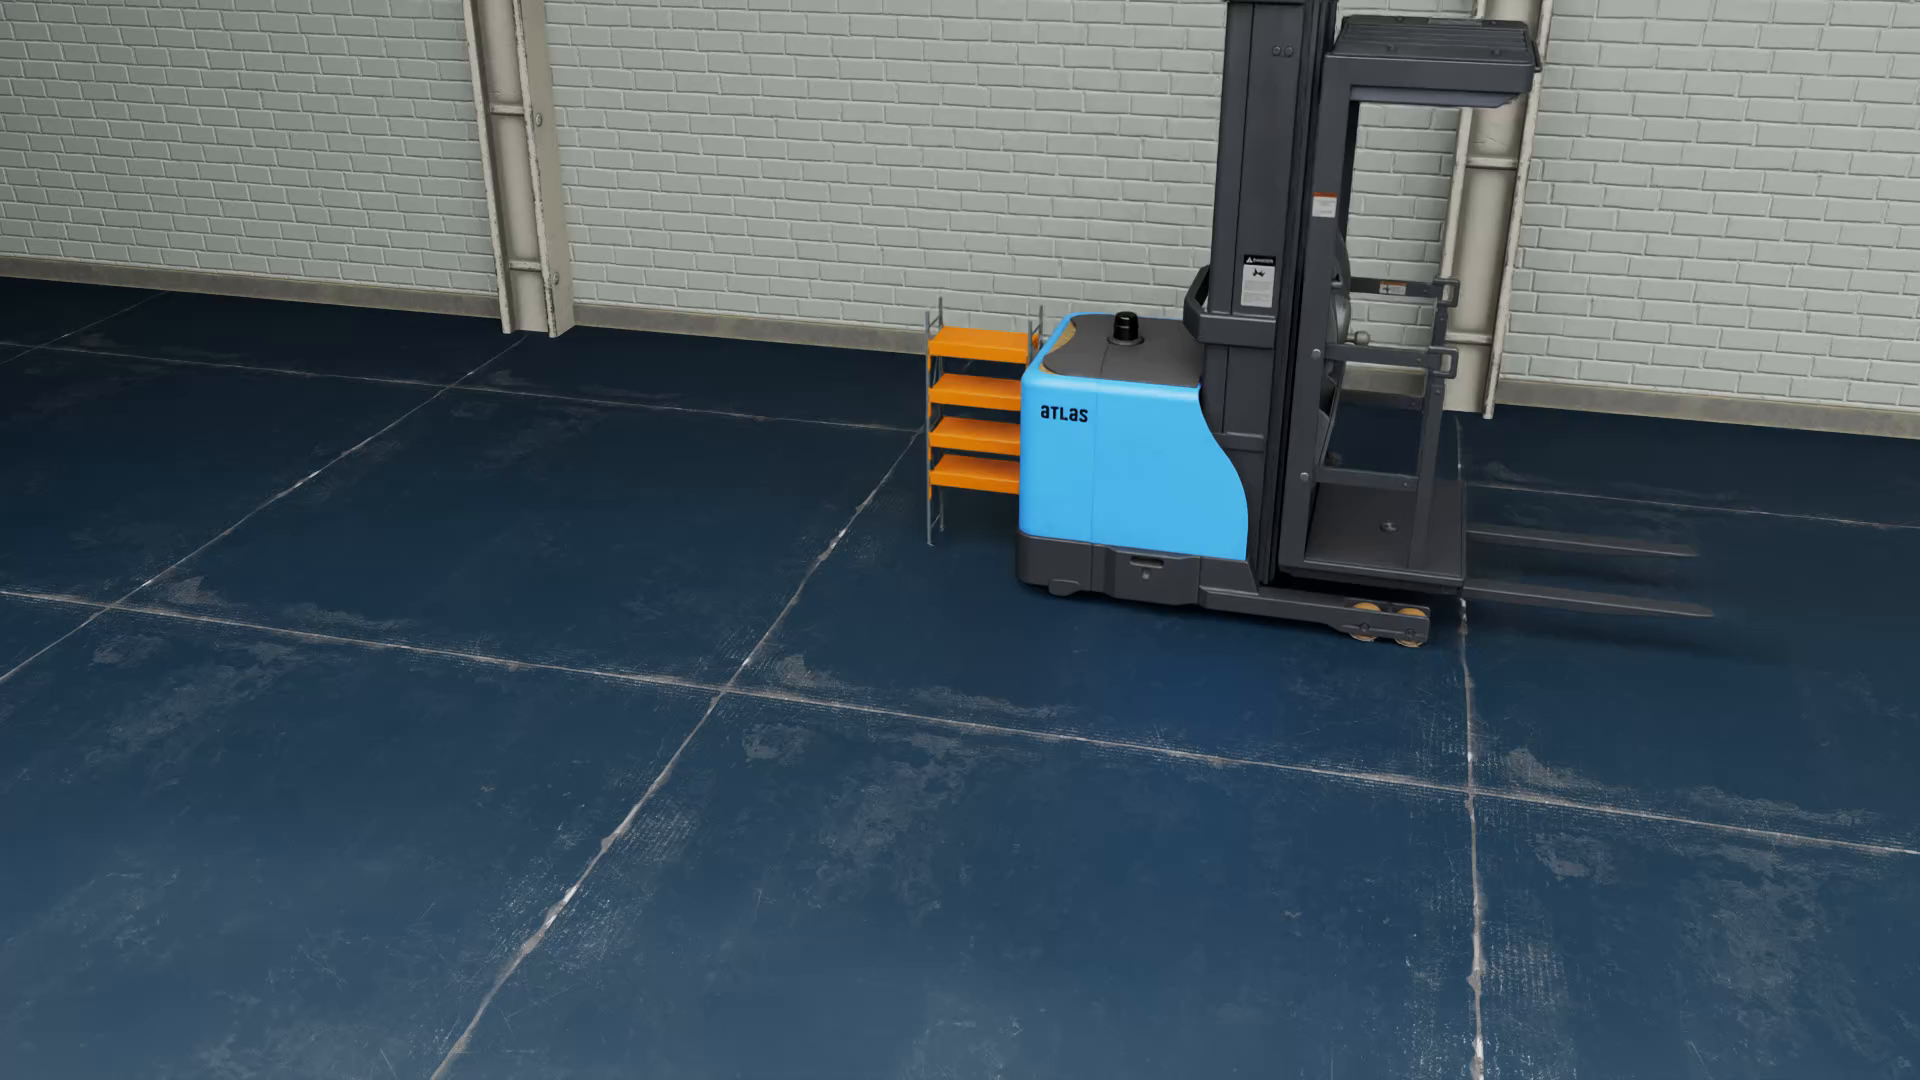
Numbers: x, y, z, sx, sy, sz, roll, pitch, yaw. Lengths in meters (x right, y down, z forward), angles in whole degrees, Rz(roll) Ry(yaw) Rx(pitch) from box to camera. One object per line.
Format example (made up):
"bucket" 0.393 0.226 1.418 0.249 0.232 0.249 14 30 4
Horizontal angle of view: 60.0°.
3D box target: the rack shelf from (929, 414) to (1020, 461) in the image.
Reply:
"rack shelf" 0.114 -0.471 8.000 0.480 0.148 0.258 7 26 14

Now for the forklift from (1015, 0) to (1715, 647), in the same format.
"forklift" 1.831 -1.111 7.173 3.031 2.935 1.130 7 26 14

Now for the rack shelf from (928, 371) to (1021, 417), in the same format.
"rack shelf" 0.114 -0.673 7.904 0.480 0.148 0.258 7 26 14

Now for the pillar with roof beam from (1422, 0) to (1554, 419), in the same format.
"pillar with roof beam" 1.893 -3.064 4.217 0.400 9.000 9.100 6 26 13

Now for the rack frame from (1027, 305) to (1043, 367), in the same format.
"rack frame" 0.349 -0.503 7.911 0.015 1.200 0.240 7 26 14

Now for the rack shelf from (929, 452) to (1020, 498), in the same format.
"rack shelf" 0.114 -0.292 8.086 0.480 0.148 0.258 7 26 14

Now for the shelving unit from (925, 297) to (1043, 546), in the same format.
"shelving unit" 0.114 -0.532 7.971 0.503 1.200 0.258 7 26 14

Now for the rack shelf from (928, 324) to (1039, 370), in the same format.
"rack shelf" 0.114 -0.887 7.803 0.480 0.148 0.258 7 26 14

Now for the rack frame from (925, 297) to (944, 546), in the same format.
"rack frame" -0.120 -0.561 8.032 0.015 1.200 0.240 7 26 14

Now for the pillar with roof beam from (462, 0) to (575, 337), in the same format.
"pillar with roof beam" -3.918 -3.706 5.567 0.400 9.000 9.100 6 26 13
